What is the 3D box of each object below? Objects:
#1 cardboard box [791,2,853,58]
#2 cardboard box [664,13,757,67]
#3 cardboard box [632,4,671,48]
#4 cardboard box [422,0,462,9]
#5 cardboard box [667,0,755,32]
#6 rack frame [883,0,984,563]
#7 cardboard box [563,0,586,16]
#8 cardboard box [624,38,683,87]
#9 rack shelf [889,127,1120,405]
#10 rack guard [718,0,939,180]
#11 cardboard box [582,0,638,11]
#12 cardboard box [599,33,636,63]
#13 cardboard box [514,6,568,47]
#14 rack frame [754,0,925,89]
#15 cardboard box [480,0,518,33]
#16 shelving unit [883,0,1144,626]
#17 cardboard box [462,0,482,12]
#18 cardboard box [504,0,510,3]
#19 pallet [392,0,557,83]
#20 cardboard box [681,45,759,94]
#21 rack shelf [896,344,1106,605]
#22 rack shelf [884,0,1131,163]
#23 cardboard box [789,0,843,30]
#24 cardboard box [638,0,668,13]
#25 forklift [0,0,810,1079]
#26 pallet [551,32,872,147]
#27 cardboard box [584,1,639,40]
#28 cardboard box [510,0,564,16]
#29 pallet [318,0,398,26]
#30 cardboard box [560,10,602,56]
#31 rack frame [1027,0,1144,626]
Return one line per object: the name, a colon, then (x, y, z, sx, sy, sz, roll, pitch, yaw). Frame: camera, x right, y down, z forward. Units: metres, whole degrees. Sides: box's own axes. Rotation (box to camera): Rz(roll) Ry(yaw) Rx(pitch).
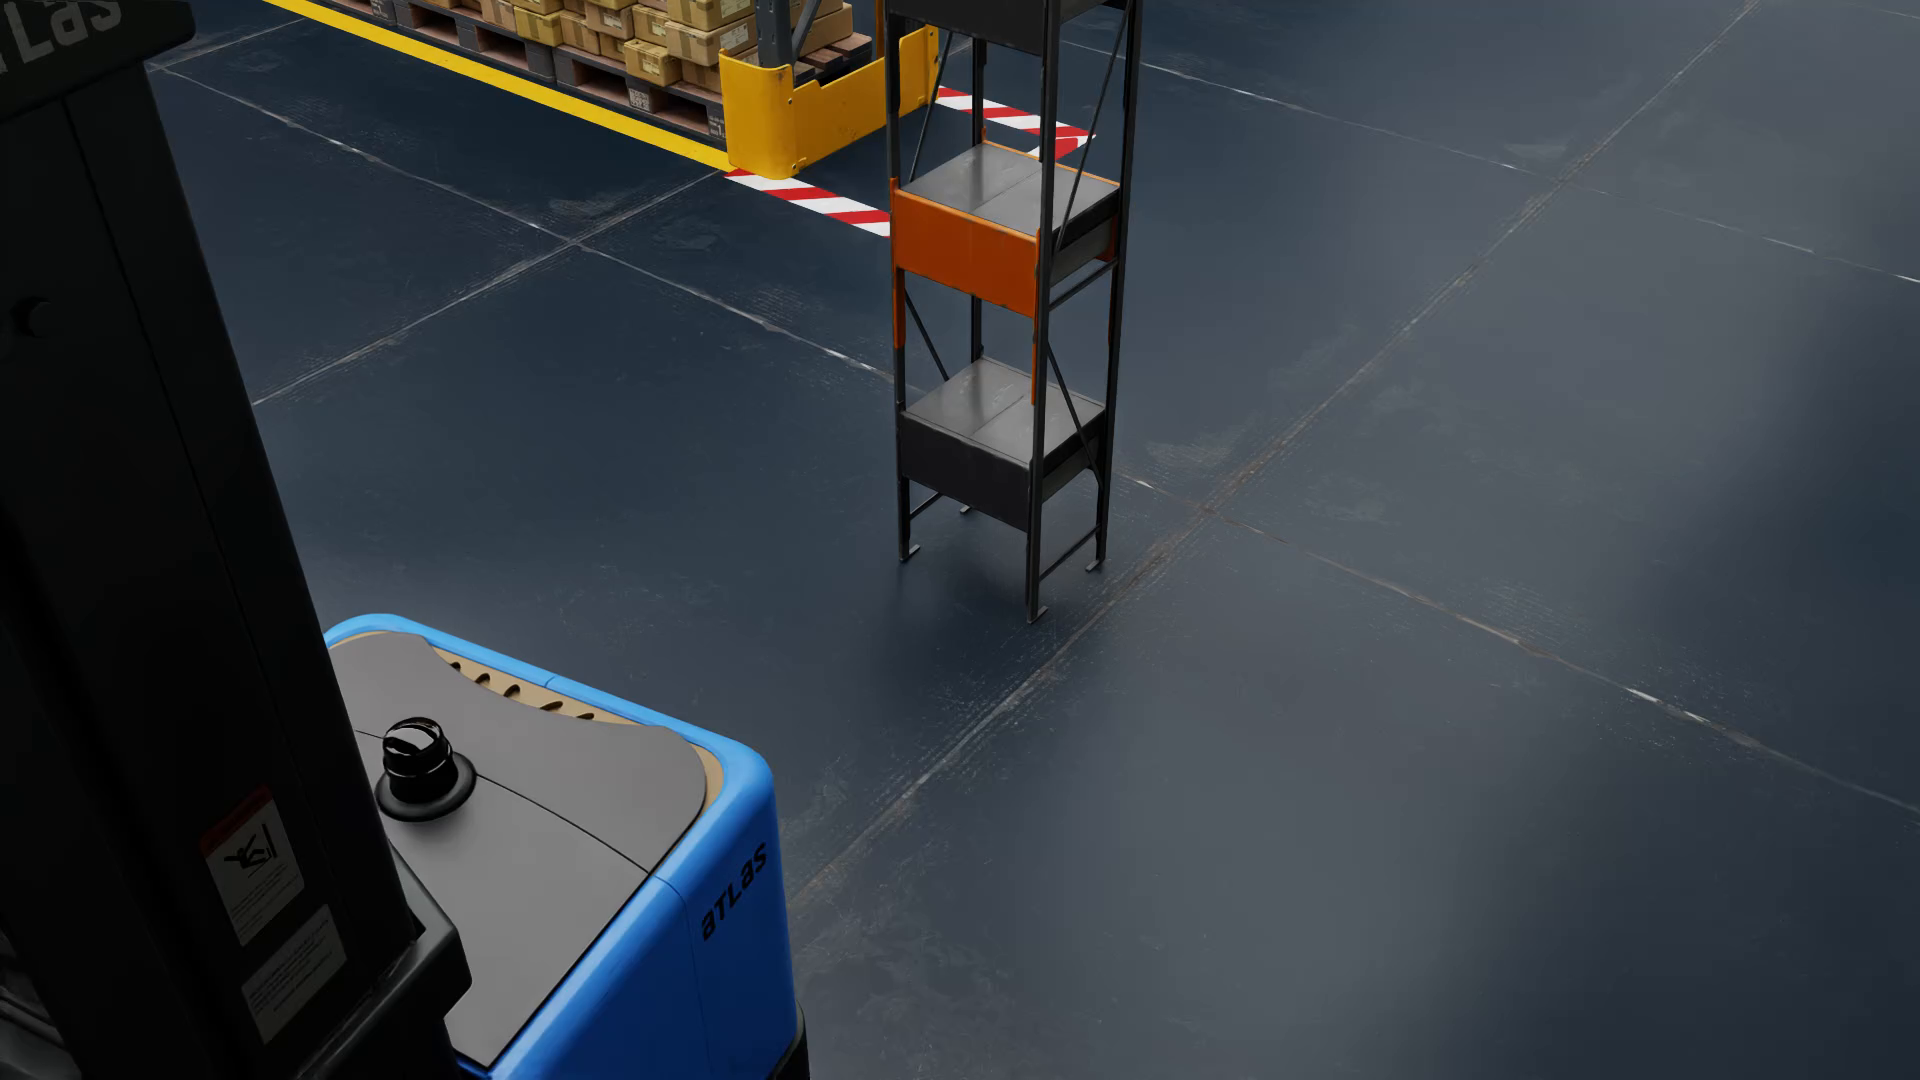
cardboard box: (-0.727, -2.452, 7.921, 0.250, 0.149, 0.380, 26, 45, 29)
cardboard box: (-1.098, -2.274, 7.452, 0.250, 0.149, 0.380, 24, 44, 27)
cardboard box: (-1.273, -2.398, 7.611, 0.250, 0.149, 0.380, 24, 44, 28)
cardboard box: (-2.534, -2.837, 8.413, 0.250, 0.149, 0.380, 24, 44, 27)
cardboard box: (-1.080, -2.408, 7.381, 0.250, 0.149, 0.380, 26, 45, 29)
rack frame: (-0.062, -0.856, 4.640, 0.015, 2.100, 0.400, 25, 45, 29)
cardboard box: (-1.663, -2.619, 7.893, 0.250, 0.149, 0.380, 25, 44, 28)
cardboard box: (-1.316, -2.241, 7.651, 0.250, 0.149, 0.380, 27, 45, 30)
rack shelf: (0.131, -0.754, 4.532, 0.480, 0.518, 0.431, 25, 45, 29)
rack guard: (-0.566, -2.101, 7.527, 0.348, 0.500, 1.175, 25, 45, 29)
cardboard box: (-1.528, -2.565, 7.582, 0.250, 0.149, 0.380, 24, 44, 28)
cardboard box: (-1.474, -2.382, 7.831, 0.250, 0.149, 0.380, 25, 44, 28)
cardboard box: (-1.919, -2.533, 8.024, 0.250, 0.149, 0.380, 23, 44, 27)
rack frame: (-0.506, -3.056, 6.720, 0.127, 3.000, 1.000, 25, 45, 29)
cardboard box: (-2.123, -2.645, 8.167, 0.250, 0.149, 0.380, 26, 45, 29)
shelving unit: (0.131, -0.765, 4.524, 0.503, 2.100, 0.431, 25, 45, 29)
cardboard box: (-2.279, -2.777, 8.335, 0.250, 0.149, 0.380, 27, 45, 30)
cardboard box: (-2.124, -2.761, 8.073, 0.250, 0.149, 0.380, 28, 46, 31)
pallet: (-2.155, -2.766, 8.611, 1.213, 0.211, 1.003, 25, 45, 29)
cardboard box: (-1.051, -2.194, 7.591, 0.250, 0.149, 0.380, 26, 45, 29)
rack shelf: (0.131, -0.203, 4.963, 0.480, 0.518, 0.431, 25, 45, 29)
rack shelf: (0.131, -1.305, 4.100, 0.480, 0.518, 0.431, 25, 45, 29)
cardboard box: (-0.766, -2.538, 7.789, 0.250, 0.149, 0.380, 27, 46, 30)
cardboard box: (-1.245, -2.530, 7.537, 0.250, 0.149, 0.380, 26, 45, 29)
forklift: (-1.429, 0.763, 1.898, 1.130, 2.935, 3.031, 17, 41, 20)
pallet: (-1.190, -2.308, 8.027, 1.213, 0.211, 1.003, 25, 45, 29)
cardboard box: (-1.512, -2.468, 7.700, 0.250, 0.149, 0.380, 23, 44, 27)
cardboard box: (-1.931, -2.656, 7.939, 0.250, 0.149, 0.380, 26, 45, 29)
pallet: (-3.128, -3.222, 9.194, 1.213, 0.211, 1.003, 25, 45, 29)
cardboard box: (-1.678, -2.468, 7.941, 0.250, 0.149, 0.380, 26, 45, 29)
rack frame: (0.325, -0.673, 4.407, 0.015, 2.100, 0.400, 25, 45, 29)
